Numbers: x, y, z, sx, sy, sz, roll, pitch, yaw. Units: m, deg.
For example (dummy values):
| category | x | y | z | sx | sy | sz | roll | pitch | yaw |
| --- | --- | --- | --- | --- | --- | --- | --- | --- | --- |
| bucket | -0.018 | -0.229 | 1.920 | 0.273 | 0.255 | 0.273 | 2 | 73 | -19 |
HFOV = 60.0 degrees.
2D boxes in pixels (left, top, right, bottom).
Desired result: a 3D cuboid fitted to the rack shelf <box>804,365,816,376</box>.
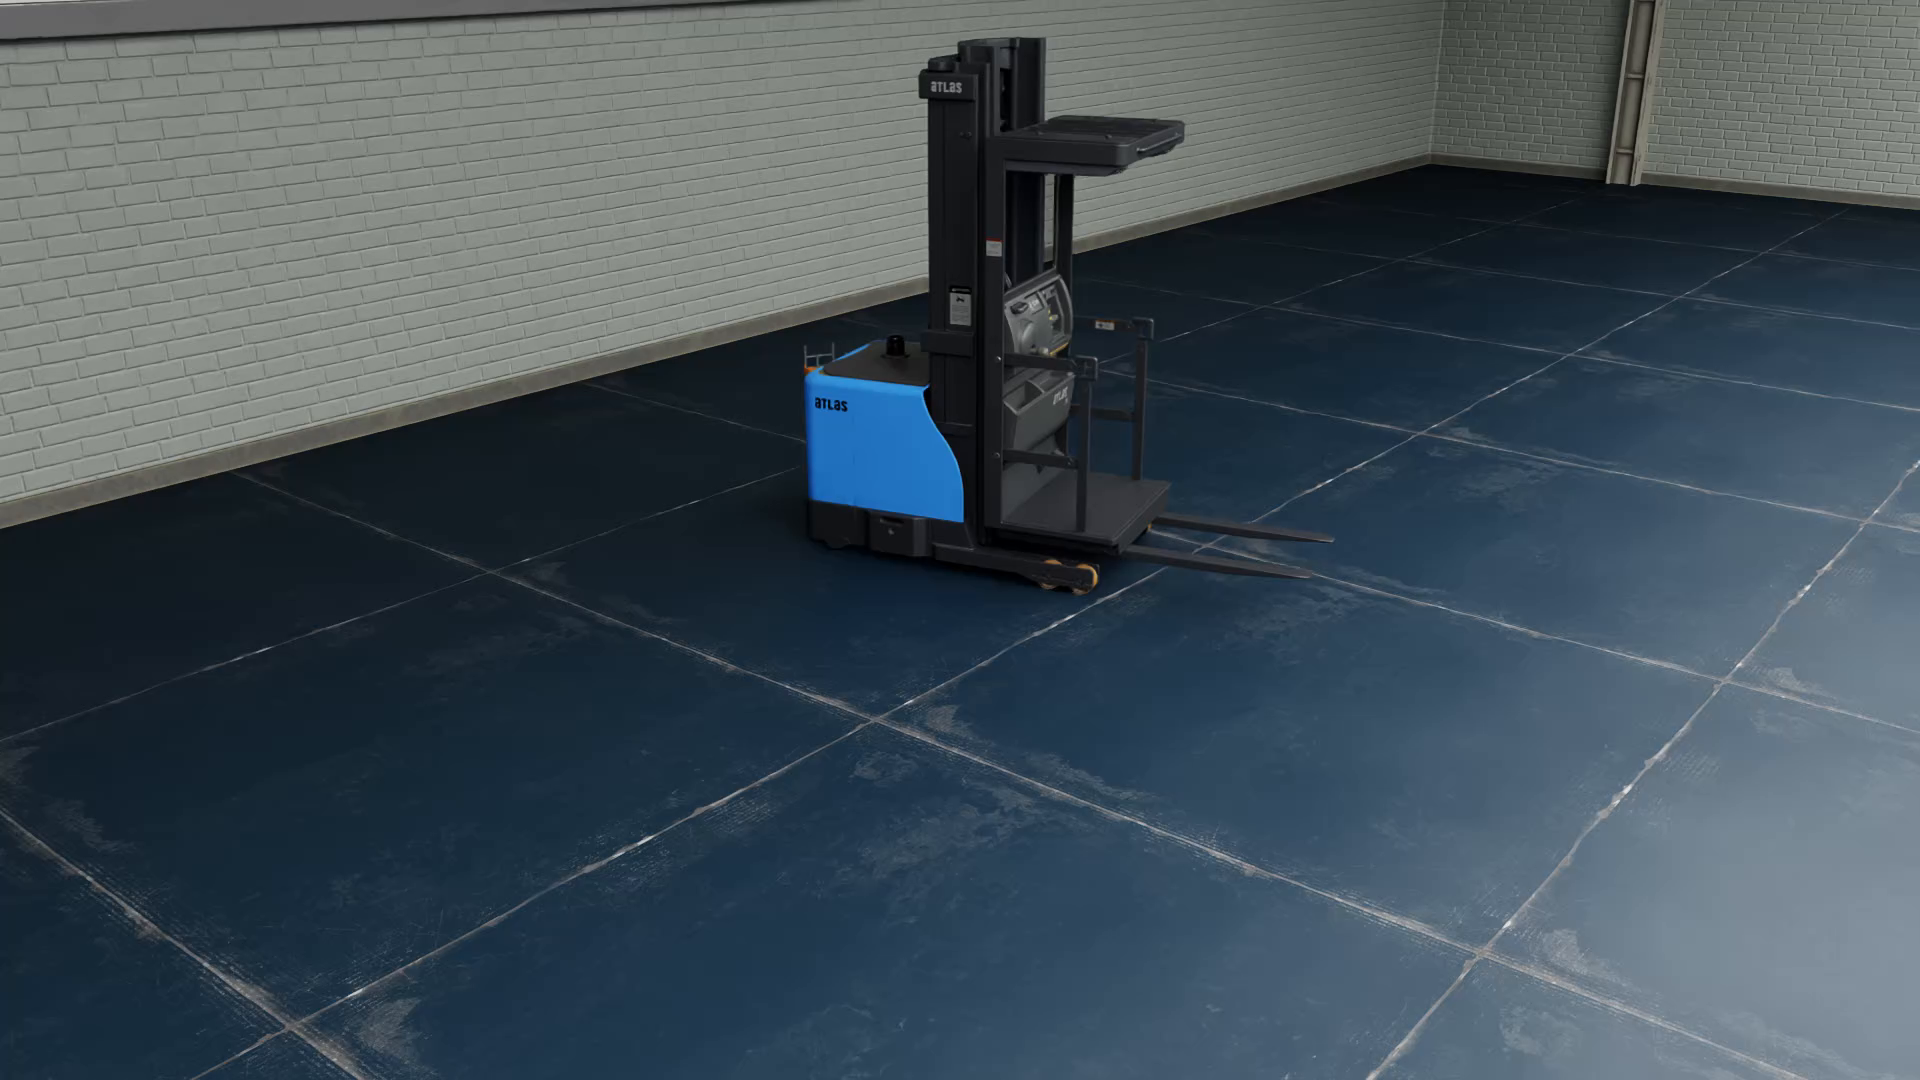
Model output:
| category | x | y | z | sx | sy | sz | roll | pitch | yaw |
| --- | --- | --- | --- | --- | --- | --- | --- | --- | --- |
| rack shelf | -0.838 | -0.957 | 10.441 | 0.215 | 0.259 | 0.240 | -9 | 22 | -21 |

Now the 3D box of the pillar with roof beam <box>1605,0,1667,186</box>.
| category | x | y | z | sx | sy | sz | roll | pitch | yaw |
| --- | --- | --- | --- | --- | --- | --- | --- | --- | --- |
| pillar with roof beam | 6.678 | -8.091 | 18.869 | 0.400 | 9.000 | 9.100 | 16 | 26 | 36 |

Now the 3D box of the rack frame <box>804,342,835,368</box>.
| category | x | y | z | sx | sy | sz | roll | pitch | yaw |
| --- | --- | --- | --- | --- | --- | --- | --- | --- | --- |
| rack frame | -0.885 | -0.741 | 10.643 | 0.200 | 1.050 | 0.008 | -9 | 22 | -21 |

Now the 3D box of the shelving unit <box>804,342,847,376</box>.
| category | x | y | z | sx | sy | sz | roll | pitch | yaw |
| --- | --- | --- | --- | --- | --- | --- | --- | --- | --- |
| shelving unit | -0.838 | -0.701 | 10.538 | 0.215 | 1.050 | 0.252 | -9 | 22 | -21 |

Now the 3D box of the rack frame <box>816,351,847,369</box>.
| category | x | y | z | sx | sy | sz | roll | pitch | yaw |
| --- | --- | --- | --- | --- | --- | --- | --- | --- | --- |
| rack frame | -0.790 | -0.661 | 10.433 | 0.200 | 1.050 | 0.008 | -9 | 22 | -21 |

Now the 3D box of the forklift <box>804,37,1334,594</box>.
| category | x | y | z | sx | sy | sz | roll | pitch | yaw |
| --- | --- | --- | --- | --- | --- | --- | --- | --- | --- |
| forklift | 0.634 | -1.280 | 9.408 | 3.031 | 2.935 | 1.130 | 9 | 22 | 22 |
